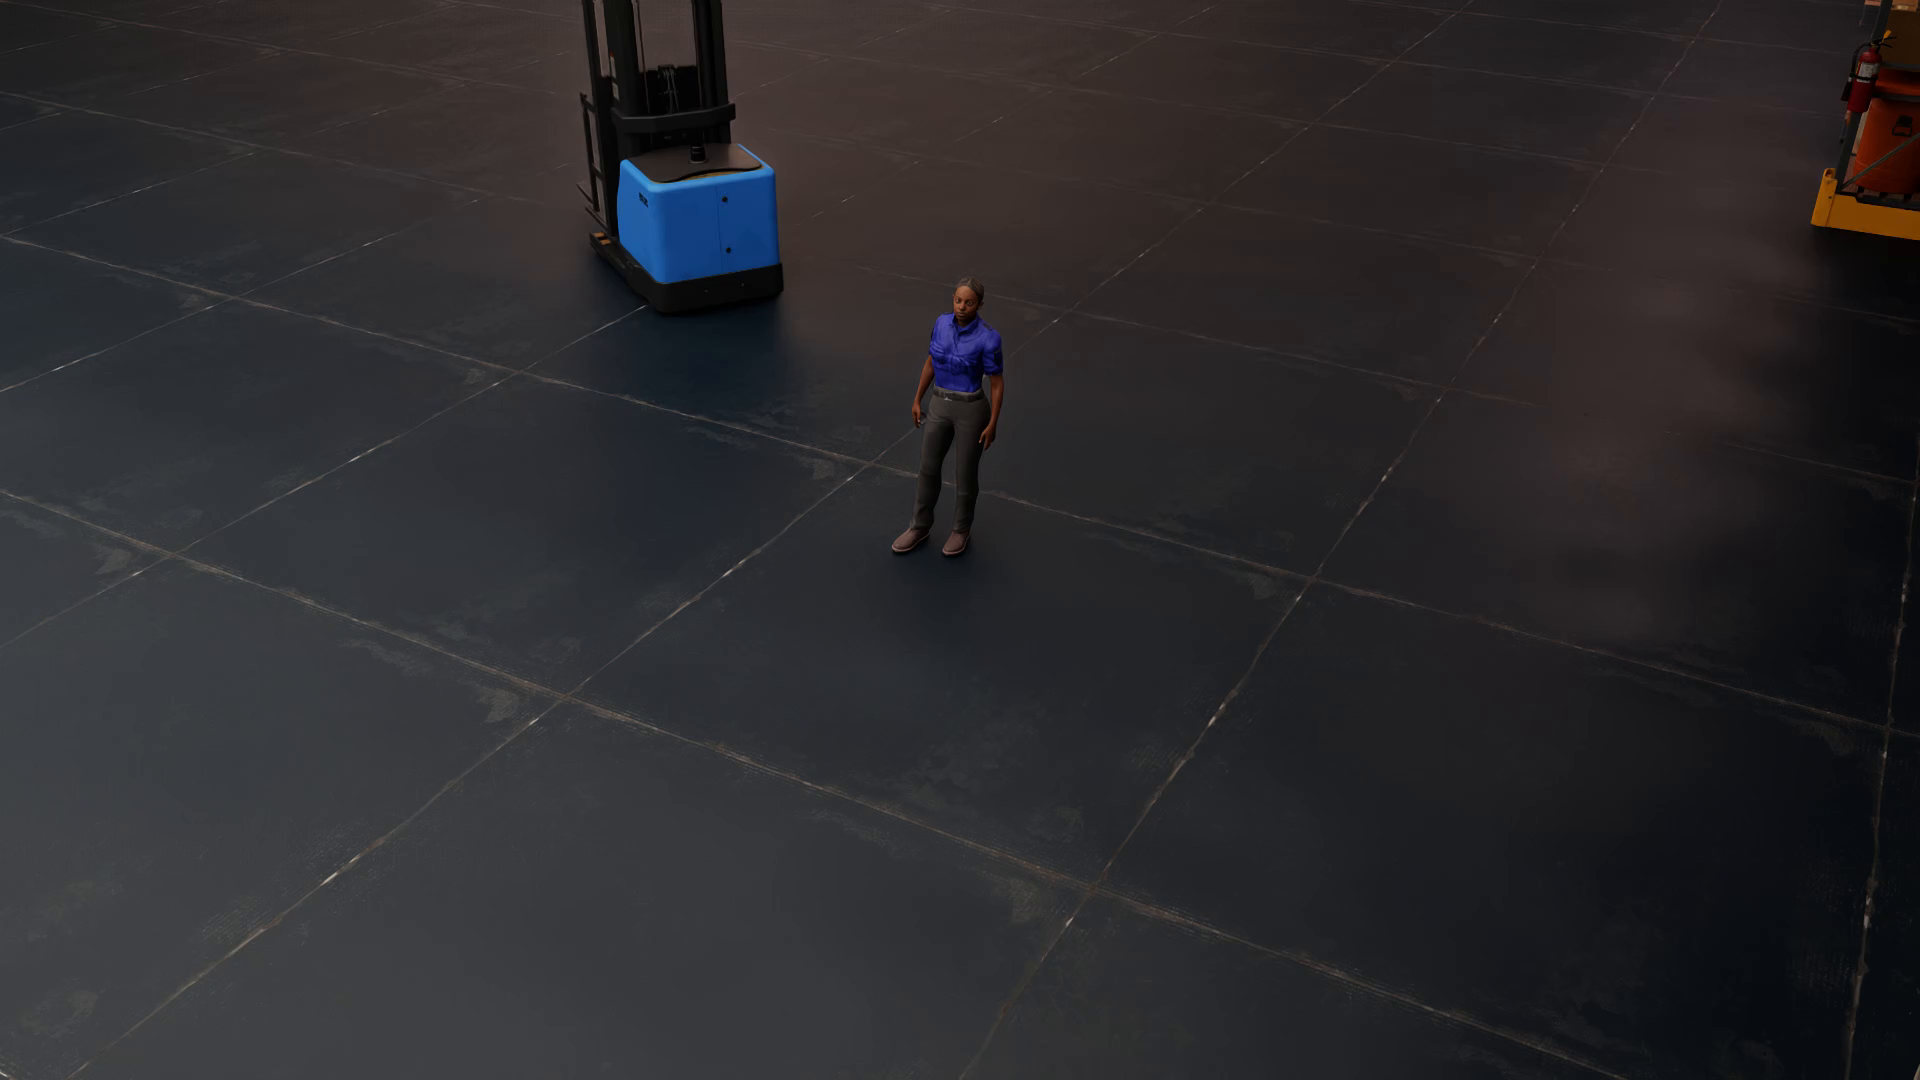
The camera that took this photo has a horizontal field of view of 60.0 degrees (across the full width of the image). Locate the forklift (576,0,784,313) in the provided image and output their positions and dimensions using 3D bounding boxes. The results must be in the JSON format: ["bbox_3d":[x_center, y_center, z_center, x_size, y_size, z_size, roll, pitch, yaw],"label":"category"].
[{"bbox_3d":[-2.527,-3.748,13.565,1.130,2.935,3.031,-14,33,-23],"label":"forklift"}]

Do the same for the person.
[{"bbox_3d":[-0.060,-0.689,9.528,0.569,1.654,0.504,15,33,25],"label":"person"}]
